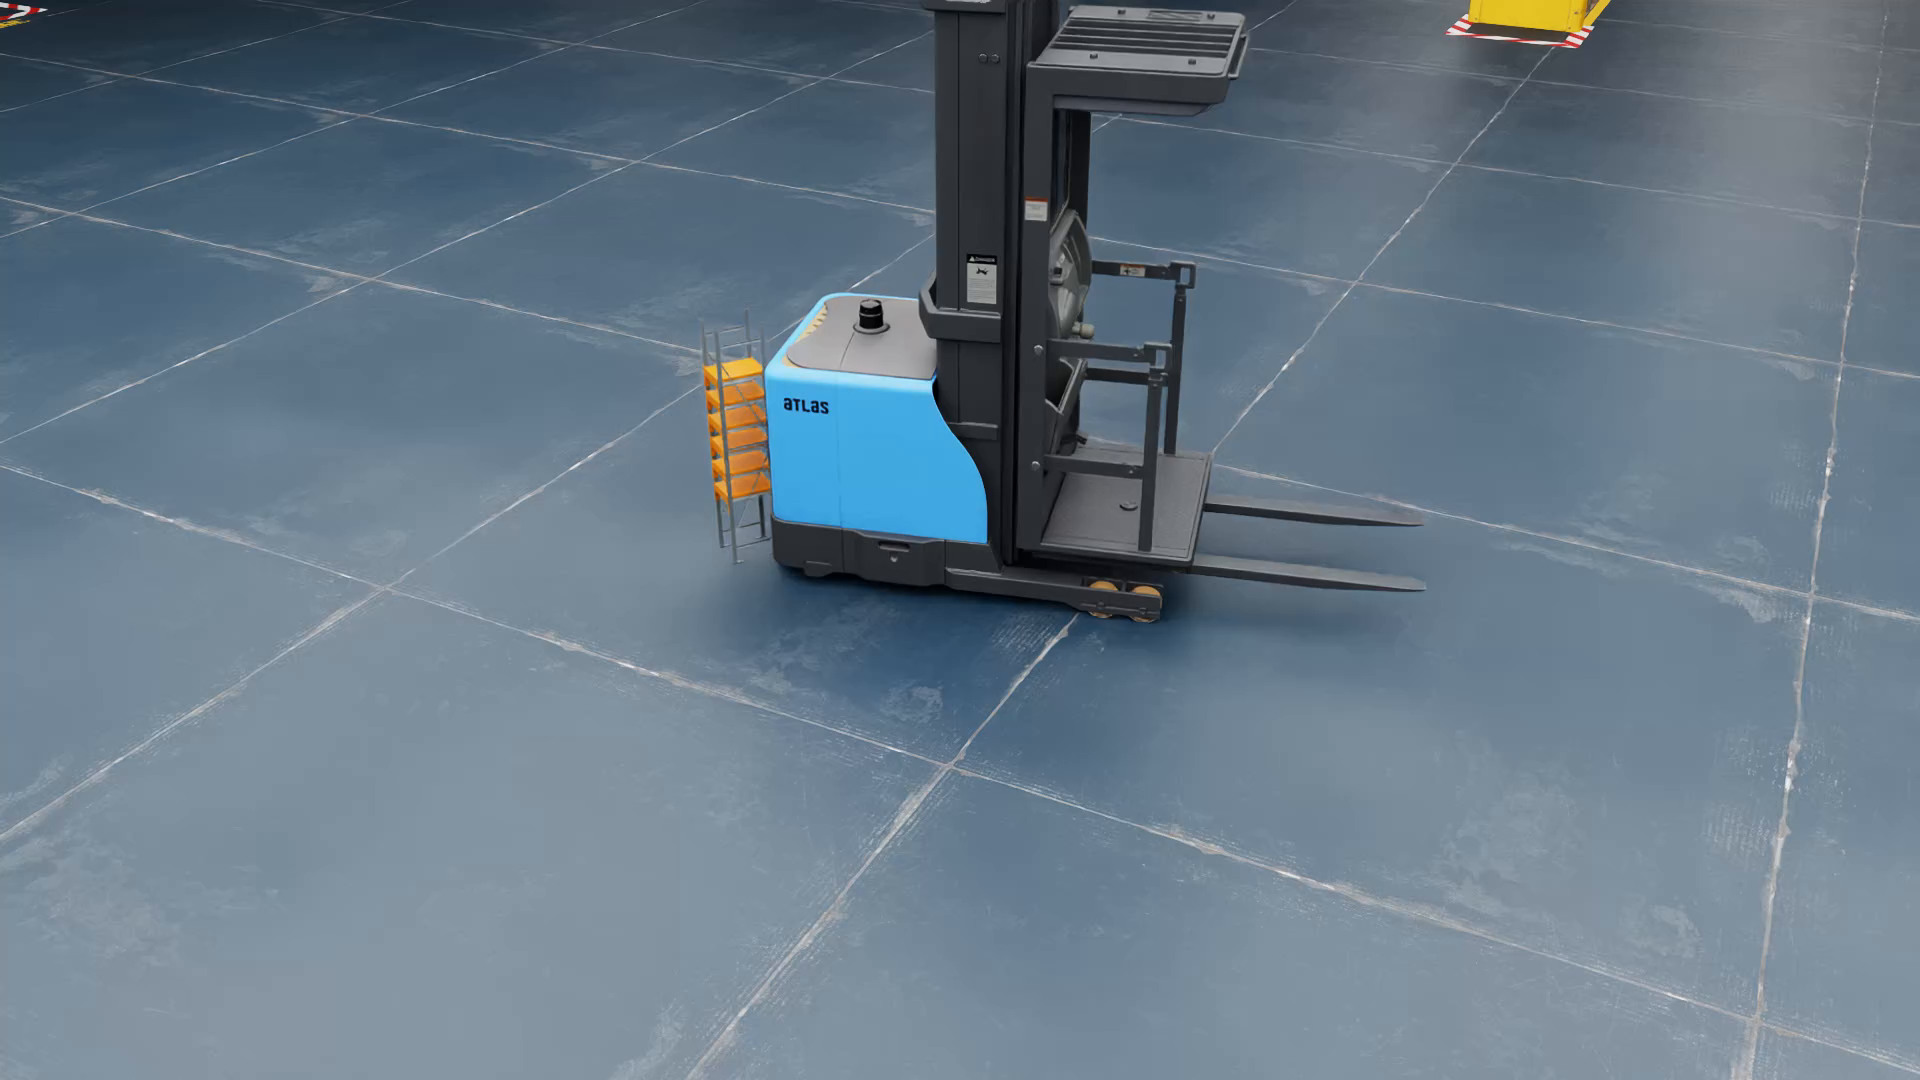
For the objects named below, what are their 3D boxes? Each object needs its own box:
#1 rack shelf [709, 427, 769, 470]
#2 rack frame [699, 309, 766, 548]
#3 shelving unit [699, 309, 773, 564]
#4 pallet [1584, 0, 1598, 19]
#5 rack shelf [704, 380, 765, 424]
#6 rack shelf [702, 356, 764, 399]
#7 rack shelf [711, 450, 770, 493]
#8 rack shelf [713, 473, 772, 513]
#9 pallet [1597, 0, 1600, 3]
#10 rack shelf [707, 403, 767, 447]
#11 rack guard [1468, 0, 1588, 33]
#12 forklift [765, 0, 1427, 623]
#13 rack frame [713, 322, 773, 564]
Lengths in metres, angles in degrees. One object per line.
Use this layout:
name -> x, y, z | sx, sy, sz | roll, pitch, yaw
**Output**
rack shelf -> -1.037, -0.438, 7.894 | 0.258, 0.103, 0.180 | -15, 32, -24
rack frame -> -1.081, -0.516, 7.943 | 0.240, 1.200, 0.006 | -15, 32, -24
shelving unit -> -1.038, -0.477, 7.872 | 0.258, 1.200, 0.189 | -15, 32, -24
pallet -> 6.498, -6.013, 18.509 | 1.003, 0.211, 1.213 | 14, 33, 23
rack shelf -> -1.040, -0.649, 7.778 | 0.258, 0.103, 0.180 | -15, 32, -24
rack shelf -> -1.041, -0.754, 7.720 | 0.258, 0.103, 0.180 | -15, 32, -24
rack shelf -> -1.036, -0.333, 7.951 | 0.258, 0.103, 0.180 | -15, 32, -24
rack shelf -> -1.035, -0.228, 8.009 | 0.258, 0.103, 0.180 | -15, 32, -24
pallet -> 7.055, -6.552, 19.447 | 1.003, 0.211, 1.213 | 14, 33, 23
rack shelf -> -1.038, -0.543, 7.836 | 0.258, 0.103, 0.180 | -15, 32, -24
rack guard -> 6.096, -5.786, 17.824 | 1.175, 0.500, 0.348 | 14, 33, 23
forklift -> 0.677, -1.183, 7.367 | 3.031, 2.935, 1.130 | 6, 30, 11
rack frame -> -0.994, -0.439, 7.801 | 0.240, 1.200, 0.006 | -15, 32, -24
